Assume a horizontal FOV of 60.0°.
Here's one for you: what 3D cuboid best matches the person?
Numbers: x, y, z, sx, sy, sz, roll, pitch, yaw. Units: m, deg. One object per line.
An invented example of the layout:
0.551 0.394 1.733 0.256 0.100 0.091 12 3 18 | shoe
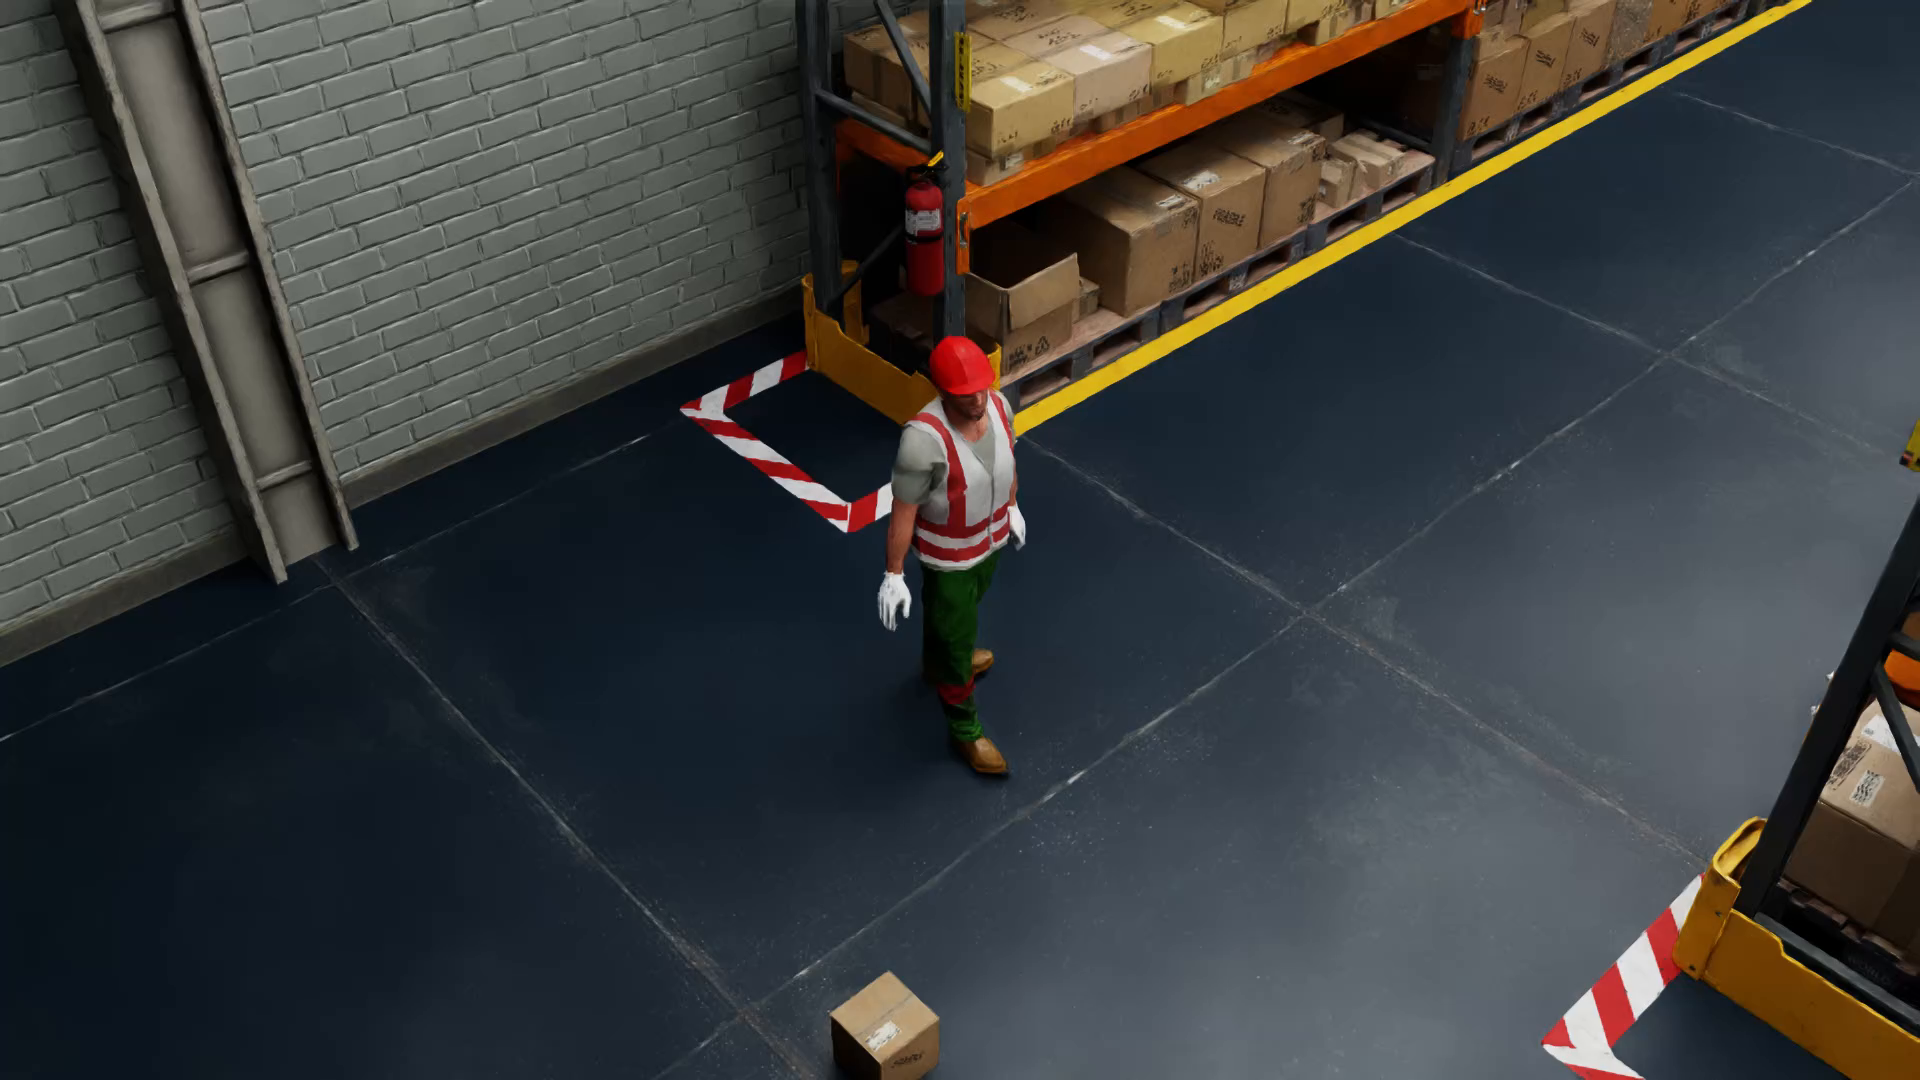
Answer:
-0.007 0.054 6.065 0.629 1.791 0.754 27 47 29 | person
